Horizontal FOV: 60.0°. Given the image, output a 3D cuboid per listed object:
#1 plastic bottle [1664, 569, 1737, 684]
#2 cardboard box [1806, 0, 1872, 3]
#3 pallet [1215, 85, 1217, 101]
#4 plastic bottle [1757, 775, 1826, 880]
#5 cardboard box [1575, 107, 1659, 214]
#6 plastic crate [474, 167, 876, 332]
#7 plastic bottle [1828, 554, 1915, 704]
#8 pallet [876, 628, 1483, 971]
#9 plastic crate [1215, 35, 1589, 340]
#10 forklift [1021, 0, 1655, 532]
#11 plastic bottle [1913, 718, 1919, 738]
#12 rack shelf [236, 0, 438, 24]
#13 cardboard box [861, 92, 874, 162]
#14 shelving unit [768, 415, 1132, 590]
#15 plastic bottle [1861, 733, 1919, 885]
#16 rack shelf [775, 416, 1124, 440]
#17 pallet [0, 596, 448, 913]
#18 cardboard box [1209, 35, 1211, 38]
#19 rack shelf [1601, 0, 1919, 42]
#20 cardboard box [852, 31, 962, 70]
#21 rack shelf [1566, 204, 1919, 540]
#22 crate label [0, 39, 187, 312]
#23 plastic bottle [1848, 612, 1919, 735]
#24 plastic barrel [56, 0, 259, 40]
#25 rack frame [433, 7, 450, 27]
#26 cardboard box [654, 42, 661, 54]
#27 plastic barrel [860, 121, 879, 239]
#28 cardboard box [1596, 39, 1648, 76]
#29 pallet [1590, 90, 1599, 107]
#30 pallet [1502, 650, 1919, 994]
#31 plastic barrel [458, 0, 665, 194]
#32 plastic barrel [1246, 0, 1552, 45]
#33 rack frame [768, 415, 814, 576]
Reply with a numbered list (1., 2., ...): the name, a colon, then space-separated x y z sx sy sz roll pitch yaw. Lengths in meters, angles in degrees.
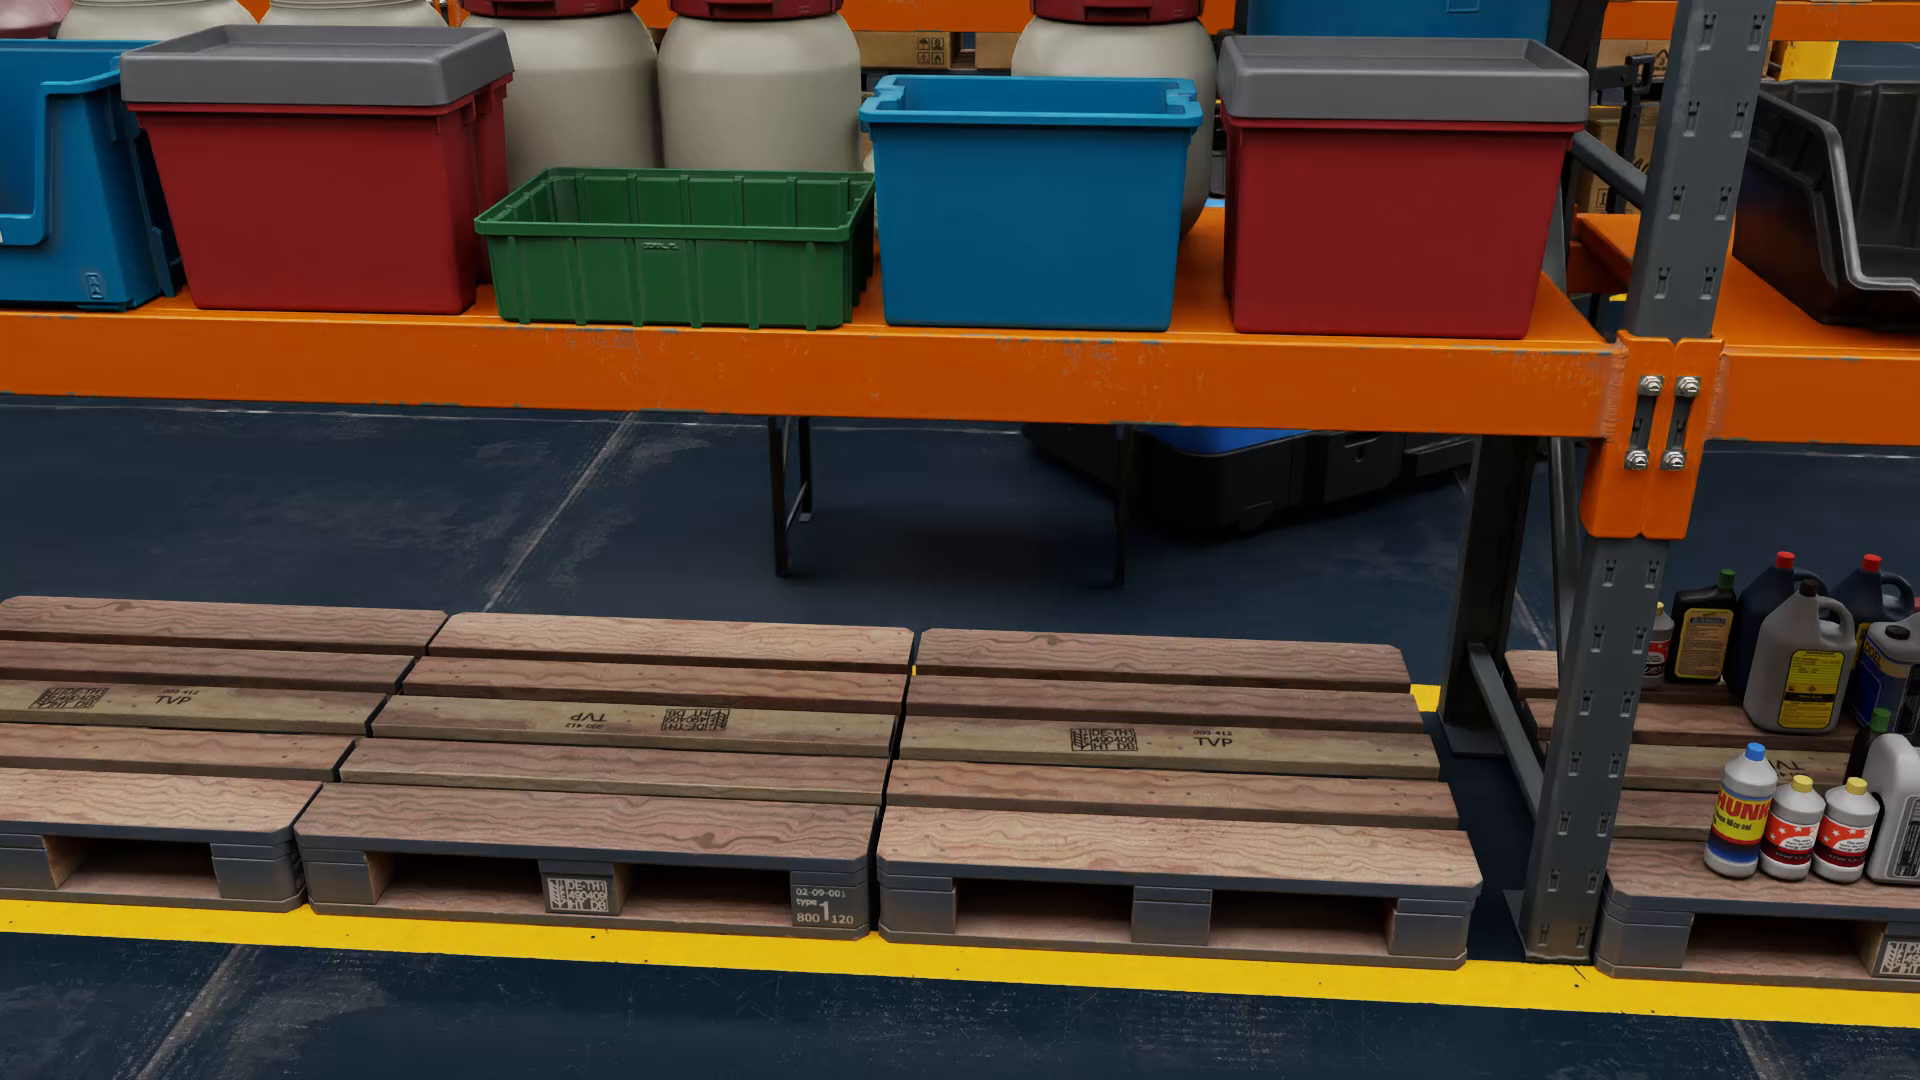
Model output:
1. plastic bottle: 1.758 0.202 3.947 0.133 0.283 0.061 3 25 7
2. cardboard box: 3.816 -2.460 7.308 0.250 0.149 0.380 2 25 4
3. pallet: 1.337 -3.565 12.746 1.213 0.211 1.003 2 25 4
4. plastic bottle: 1.638 0.557 3.272 0.097 0.201 0.097 0 25 0
5. cardboard box: 3.224 -1.798 8.058 0.500 0.500 0.500 0 25 -1
6. plastic crate: -0.505 -0.552 3.115 0.662 0.188 0.450 2 25 4
7. plastic bottle: 2.108 0.200 3.870 0.185 0.351 0.144 1 25 1
8. pallet: 0.467 0.547 3.808 1.213 0.211 1.003 2 25 4
9. plastic crate: 0.746 -0.628 2.949 0.583 0.464 0.402 2 25 4
10. forklift: 1.746 -1.800 5.655 3.031 2.935 1.130 -14 28 -28
11. plastic bottle: 2.037 0.432 3.366 0.185 0.351 0.144 2 25 4
12. rack shelf: -4.351 -2.640 8.260 4.000 0.370 1.077 2 25 4
13. cardboard box: -0.567 -1.926 8.312 0.500 0.500 0.700 4 25 8
14. shelving unit: -0.012 -0.658 4.885 1.048 1.500 0.538 2 25 5
15. plastic bottle: 1.861 0.519 3.266 0.135 0.276 0.152 3 25 6
16. rack shelf: -0.012 -0.494 4.960 1.000 0.185 0.538 2 25 5
17. pallet: -1.966 0.469 3.978 1.213 0.211 1.003 2 25 4
18. cardboard box: 1.486 -3.990 12.522 0.750 0.750 1.050 2 25 4
19. rack shelf: 3.626 -2.384 7.703 4.000 0.370 1.077 2 25 4
20. cardboard box: -0.404 -4.052 12.657 0.750 0.750 1.050 2 25 5
21. rack shelf: 3.247 -0.320 3.217 4.000 0.370 1.077 2 25 4
22. crate label: -1.766 -0.710 3.162 0.616 0.435 0.502 2 25 4
23. plastic bottle: 2.122 0.296 3.750 0.135 0.276 0.152 2 25 4
24. plastic barrel: -1.694 -0.945 3.582 0.421 0.512 0.421 0 25 0
25. rack frame: -2.356 -2.903 7.970 0.127 3.000 1.000 2 25 4
26. cardboard box: -1.686 -2.299 8.224 0.500 0.250 0.500 3 25 6
27. plastic barrel: -0.055 -0.754 3.466 0.301 0.262 0.301 0 25 0
28. cardboard box: 4.542 -3.958 12.302 0.875 0.875 0.875 1 25 3
29. pallet: 4.084 -3.477 12.554 1.213 0.211 1.003 2 25 4
30. pallet: 1.919 0.595 3.704 1.213 0.211 1.003 2 25 4
31. plastic barrel: -0.847 -0.932 3.523 0.433 0.535 0.433 0 25 0
32. plastic barrel: 0.891 -1.077 3.402 0.708 0.901 0.600 2 25 4
33. rack frame: -0.518 -0.676 4.925 0.032 1.500 0.500 2 25 5
